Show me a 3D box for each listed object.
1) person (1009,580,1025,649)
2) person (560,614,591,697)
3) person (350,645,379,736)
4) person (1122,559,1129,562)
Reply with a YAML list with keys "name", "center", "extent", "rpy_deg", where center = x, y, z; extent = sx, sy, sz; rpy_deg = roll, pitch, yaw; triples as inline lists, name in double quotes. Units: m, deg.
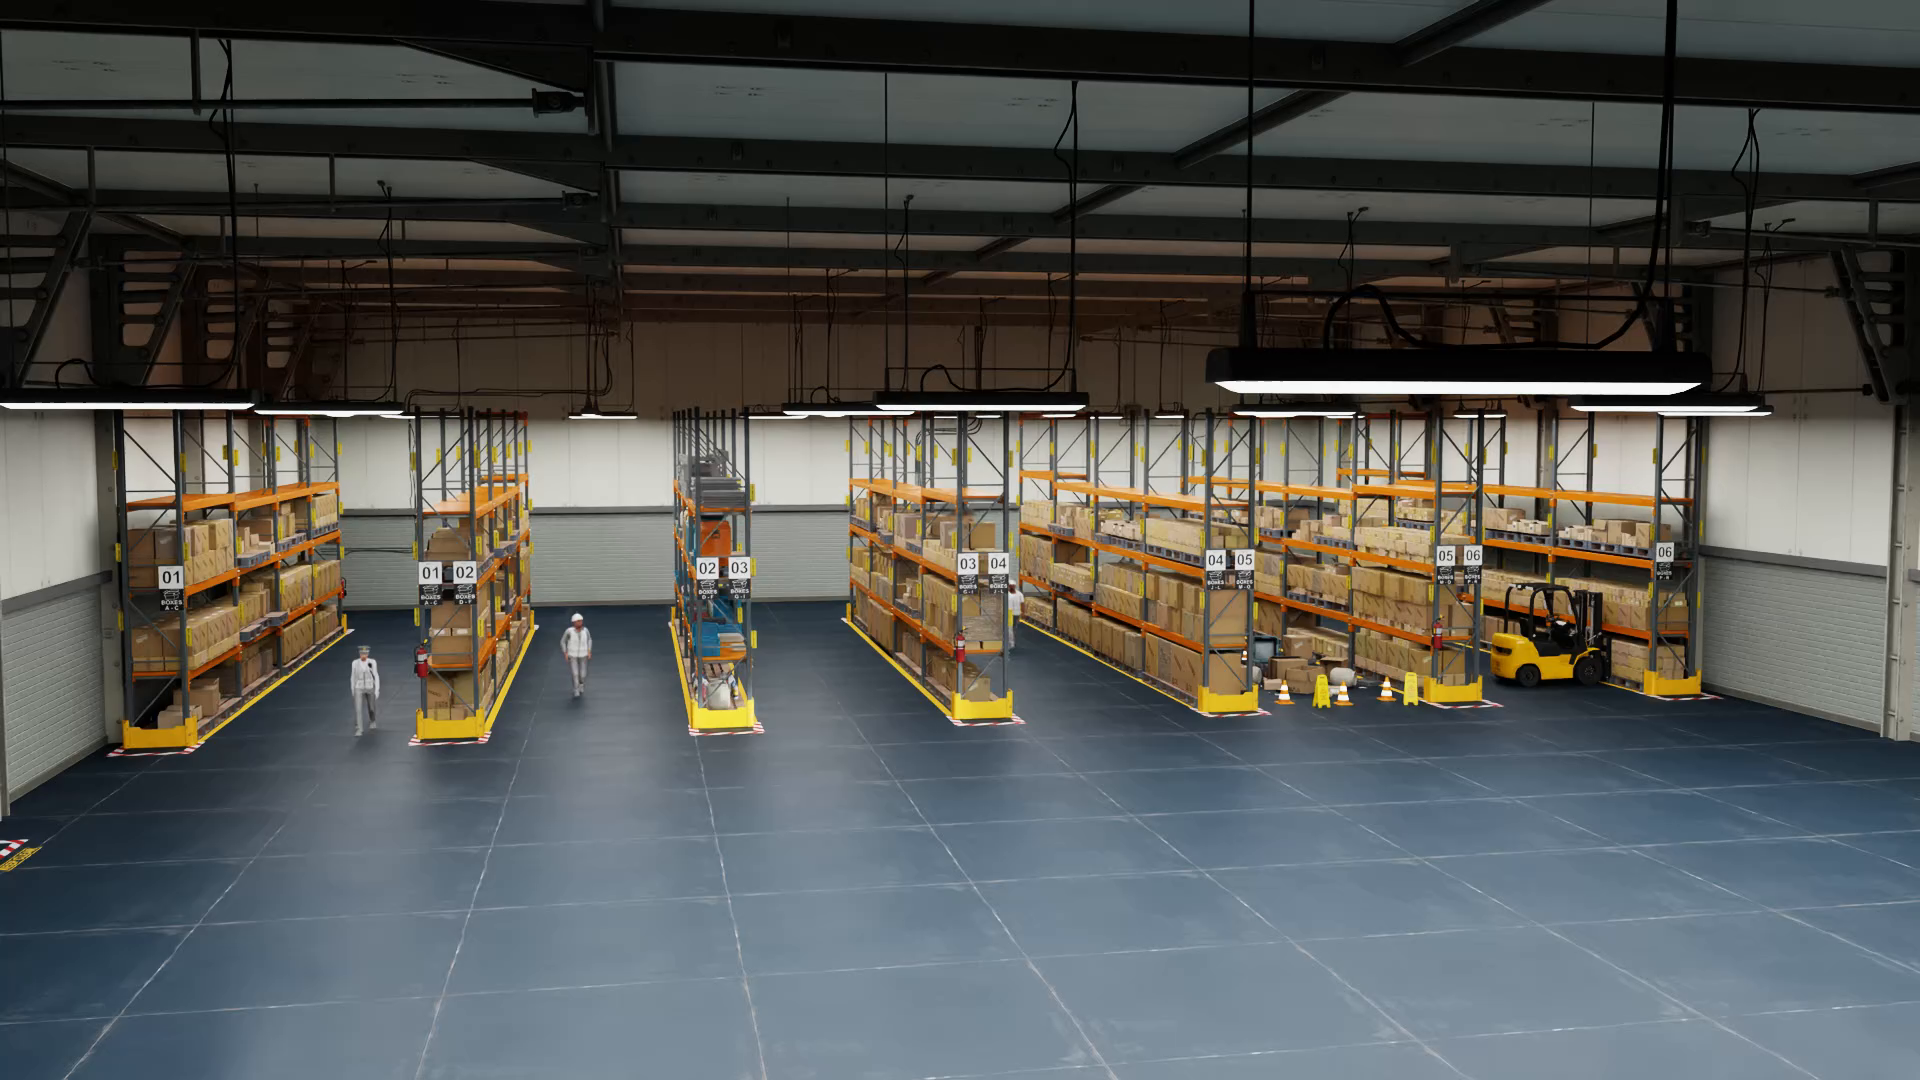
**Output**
- name: "person"
  center: [1.357, 1.859, 42.006]
  extent: [0.594, 1.697, 1.091]
  rpy_deg: [-1, 4, -16]
- name: "person"
  center: [-8.027, 2.393, 34.760]
  extent: [0.657, 1.724, 0.606]
  rpy_deg: [-1, 4, -18]
- name: "person"
  center: [-10.926, 2.741, 30.535]
  extent: [0.491, 1.619, 0.871]
  rpy_deg: [-2, 4, -24]
- name: "person"
  center: [4.867, 1.394, 49.175]
  extent: [0.628, 1.700, 0.510]
  rpy_deg: [0, 4, 2]
